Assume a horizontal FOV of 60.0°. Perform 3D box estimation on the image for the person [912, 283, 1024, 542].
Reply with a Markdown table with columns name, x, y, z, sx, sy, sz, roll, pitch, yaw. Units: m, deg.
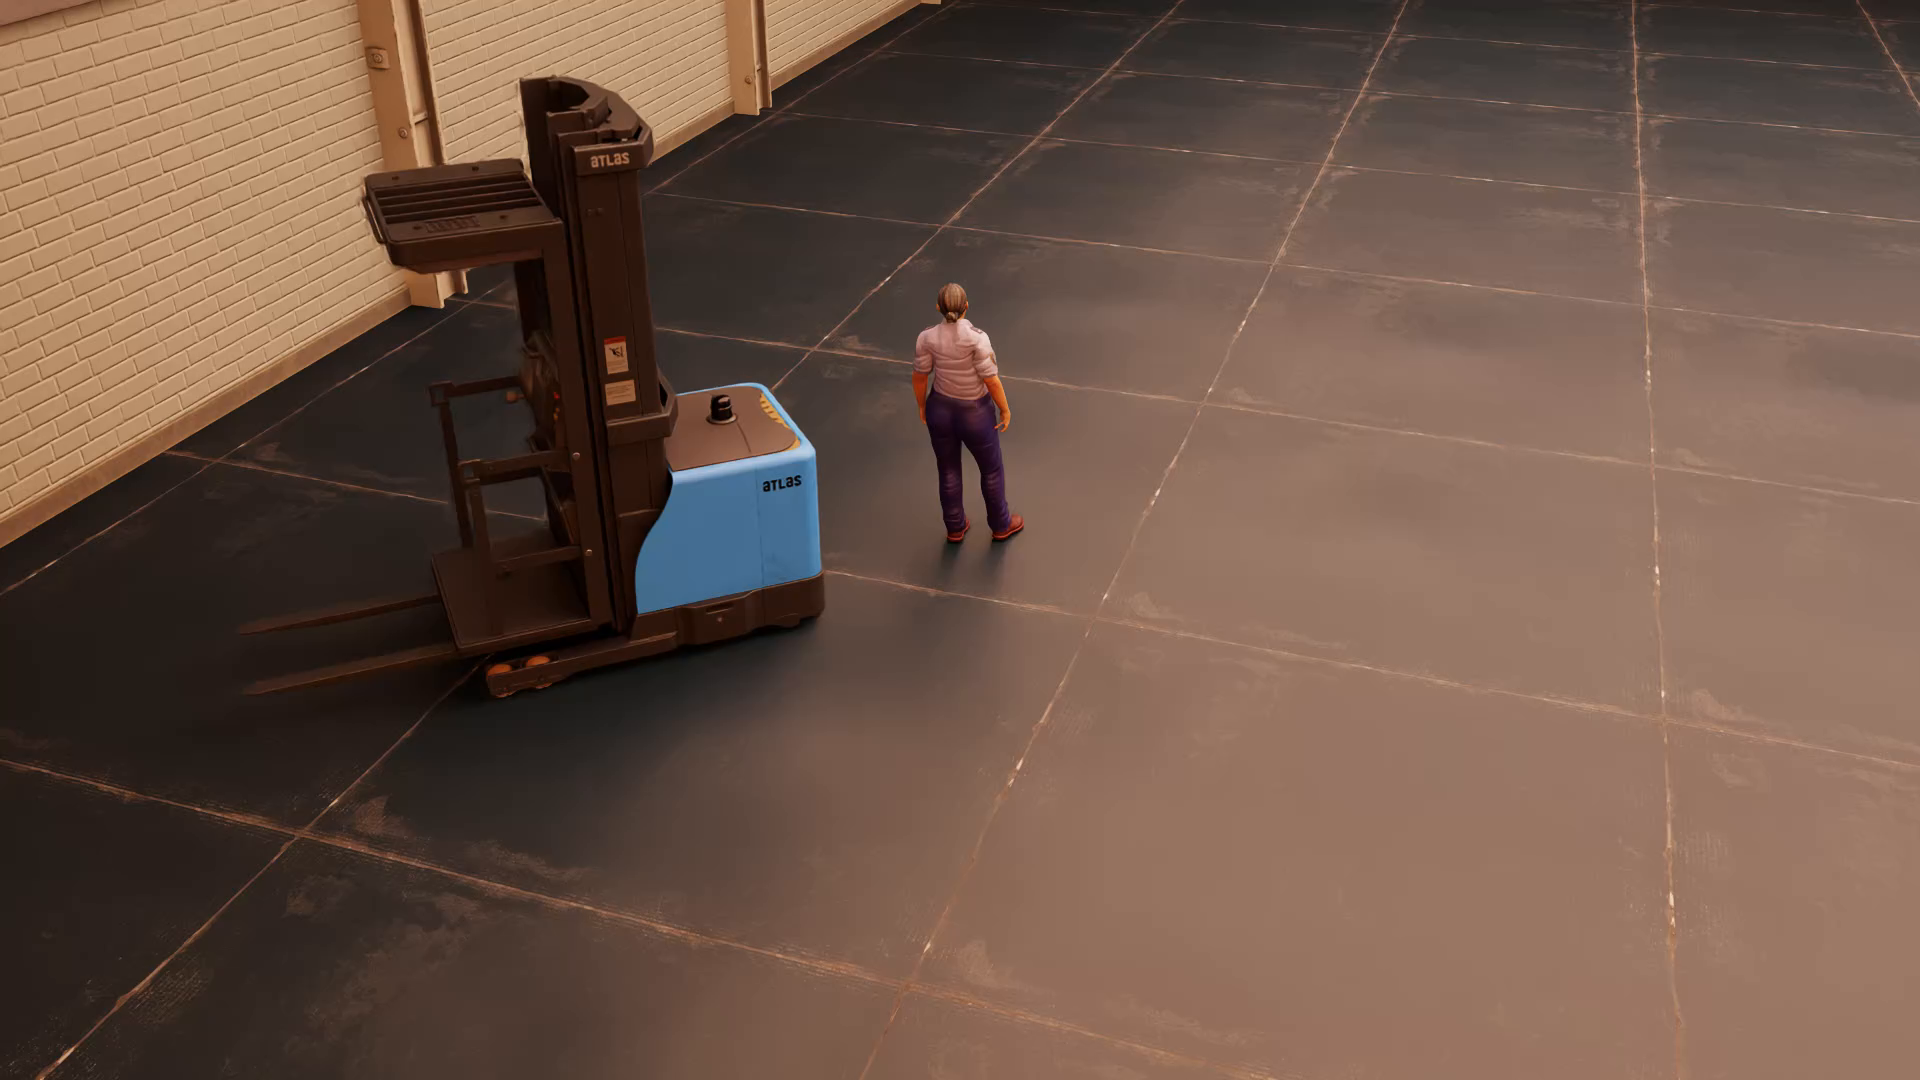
| name | x | y | z | sx | sy | sz | roll | pitch | yaw |
| --- | --- | --- | --- | --- | --- | --- | --- | --- | --- |
| person | 0.051 | -0.761 | 9.752 | 0.598 | 1.651 | 0.502 | 10 | 31 | 16 |

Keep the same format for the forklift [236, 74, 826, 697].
| name | x | y | z | sx | sy | sz | roll | pitch | yaw |
| --- | --- | --- | --- | --- | --- | --- | --- | --- | --- |
| forklift | -2.318 | -0.754 | 8.460 | 3.031 | 2.935 | 1.130 | -12 | 32 | -20 |
